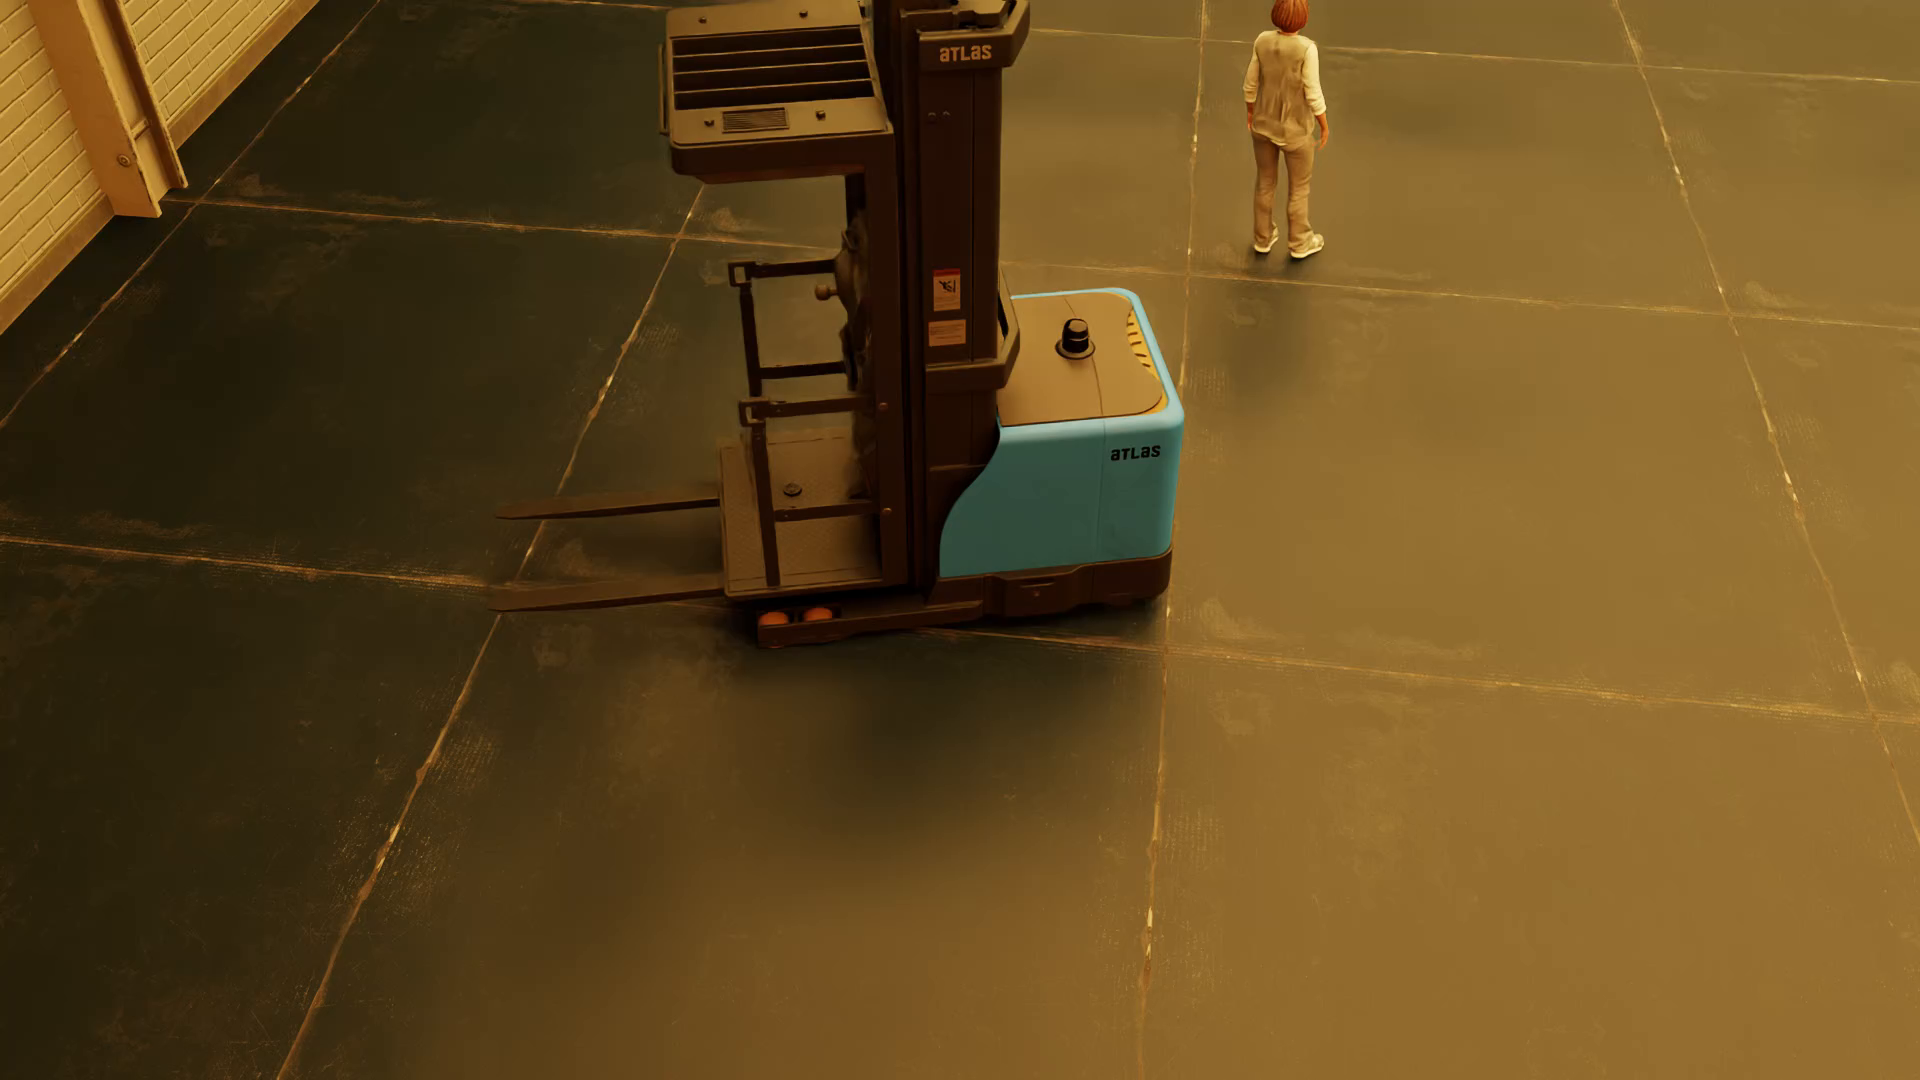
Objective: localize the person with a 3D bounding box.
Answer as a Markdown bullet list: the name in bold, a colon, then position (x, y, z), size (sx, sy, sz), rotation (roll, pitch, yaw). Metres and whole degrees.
- **person**: position (1.824, -2.307, 9.219), size (0.504, 1.605, 0.454), rotation (27, 49, 27)

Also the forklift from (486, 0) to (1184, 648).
- **forklift**: position (-0.611, -0.984, 6.795), size (3.031, 2.935, 1.130), rotation (-6, 43, -6)
